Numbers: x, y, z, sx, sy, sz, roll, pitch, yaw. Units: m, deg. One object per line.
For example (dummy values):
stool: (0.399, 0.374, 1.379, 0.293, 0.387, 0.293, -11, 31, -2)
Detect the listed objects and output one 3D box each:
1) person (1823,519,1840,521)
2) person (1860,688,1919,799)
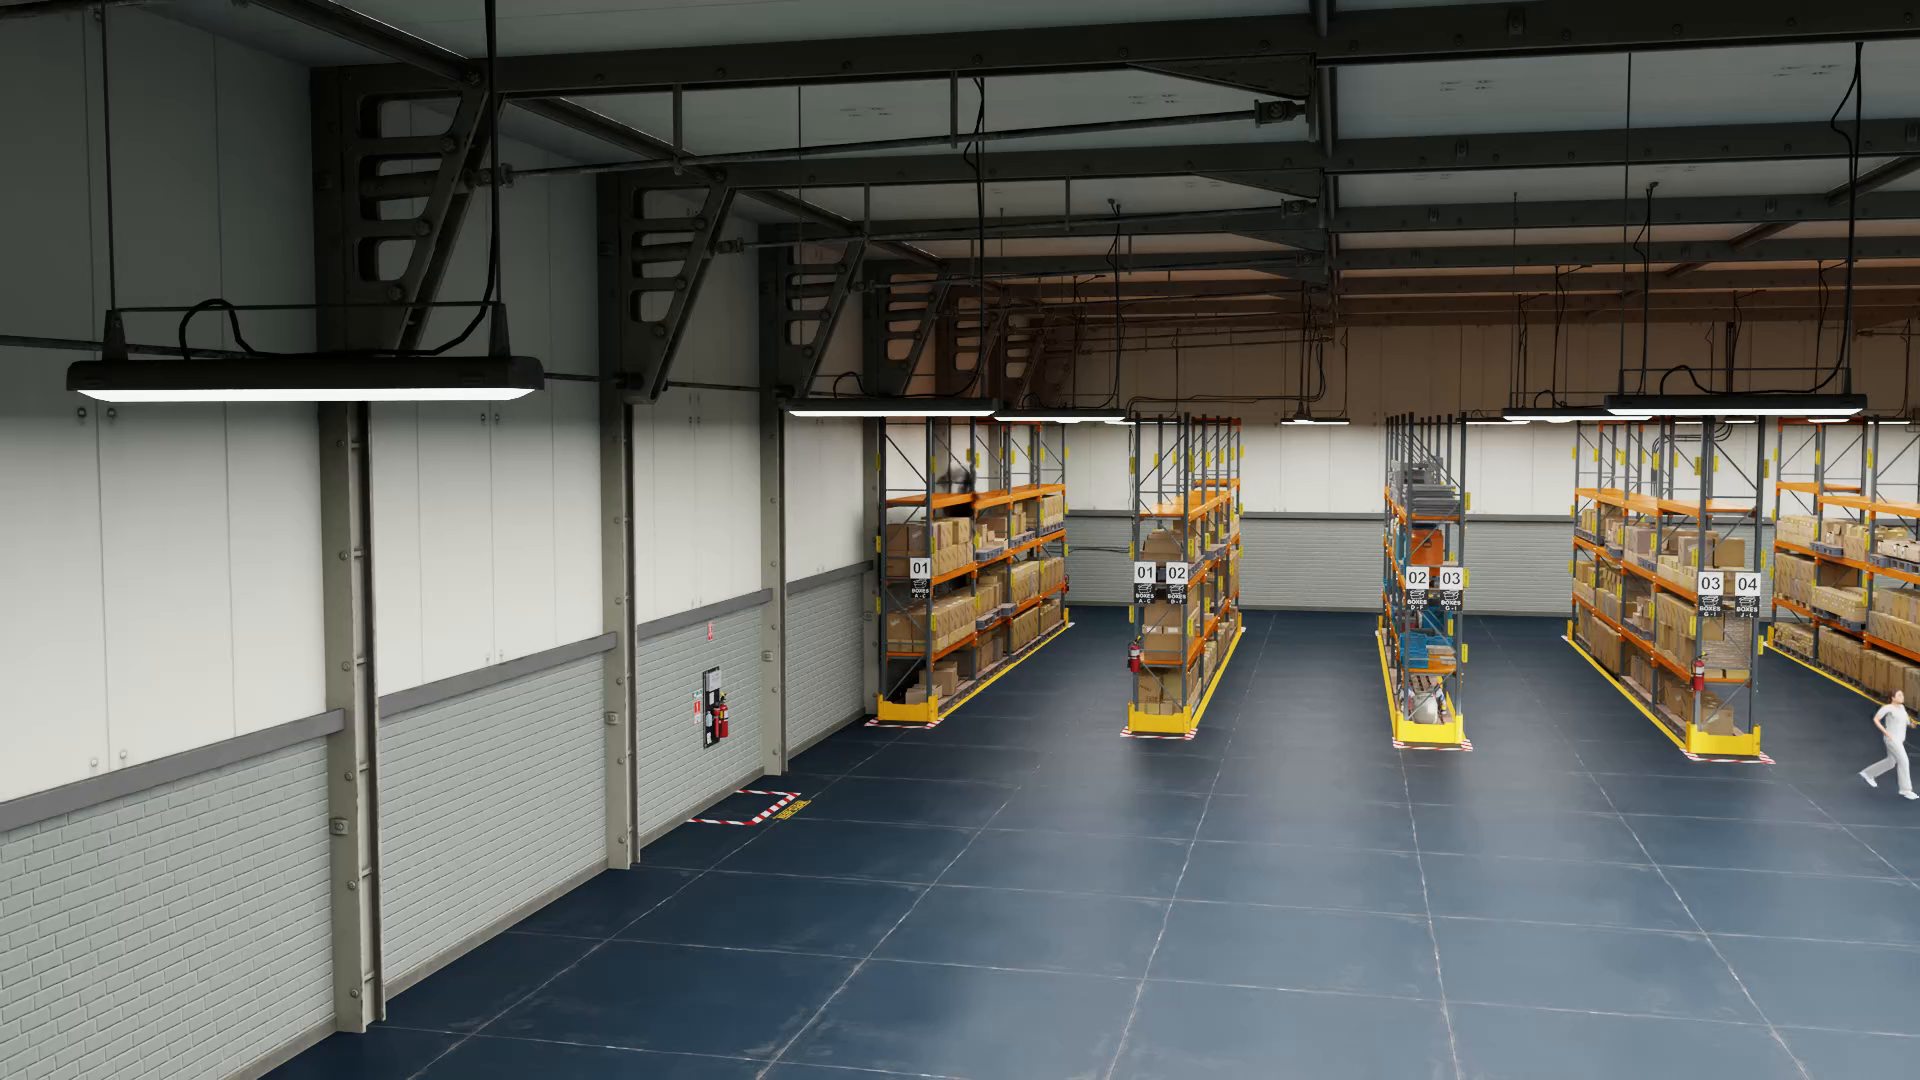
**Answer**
person: (24.585, 1.268, 40.378, 6.472, 3.436, 1.847, 0, 4, 4)
person: (14.538, 3.133, 25.934, 0.557, 1.682, 0.894, -3, 5, -36)
